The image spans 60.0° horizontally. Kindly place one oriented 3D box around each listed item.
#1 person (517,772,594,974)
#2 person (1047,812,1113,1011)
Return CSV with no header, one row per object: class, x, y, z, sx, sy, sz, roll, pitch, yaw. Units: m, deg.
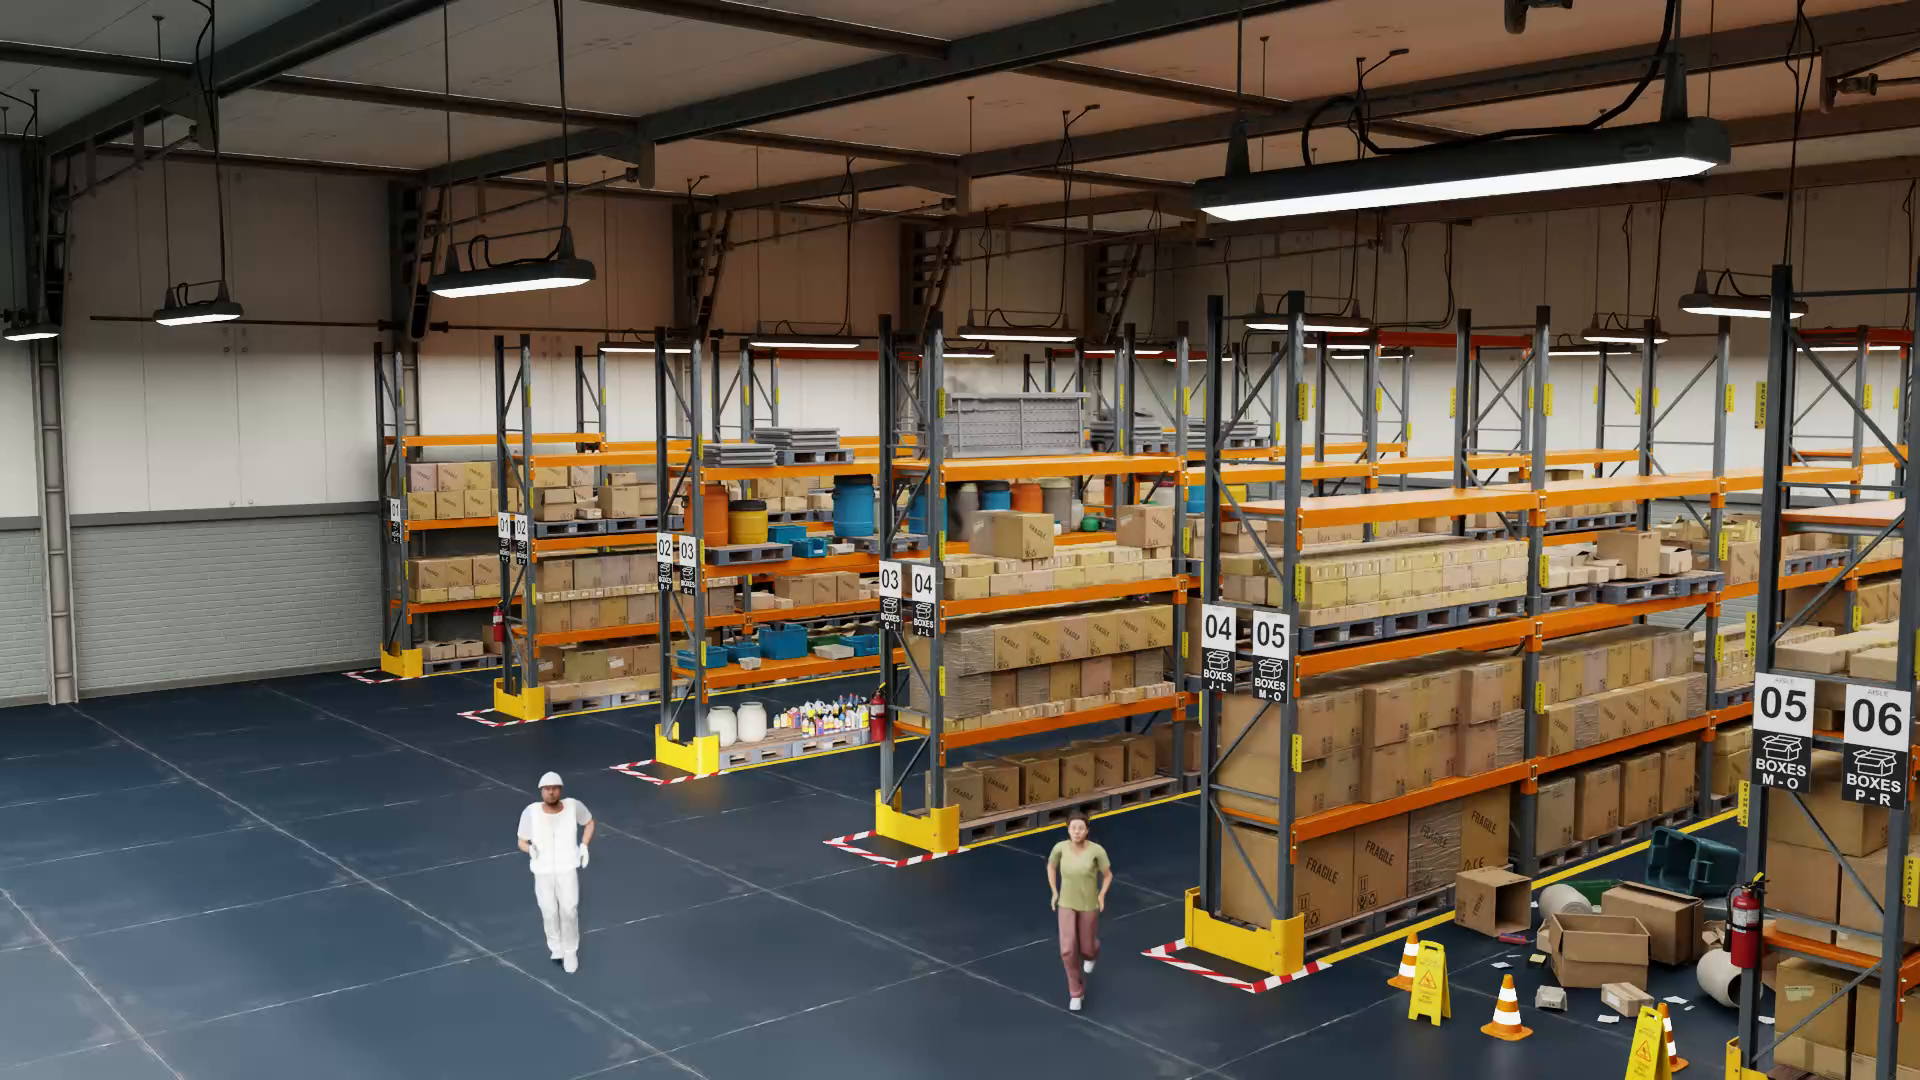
person,-3.580,2.948,14.726,0.653,1.802,0.720,-1,5,-9
person,1.007,3.083,14.066,0.564,1.628,0.675,1,5,11
